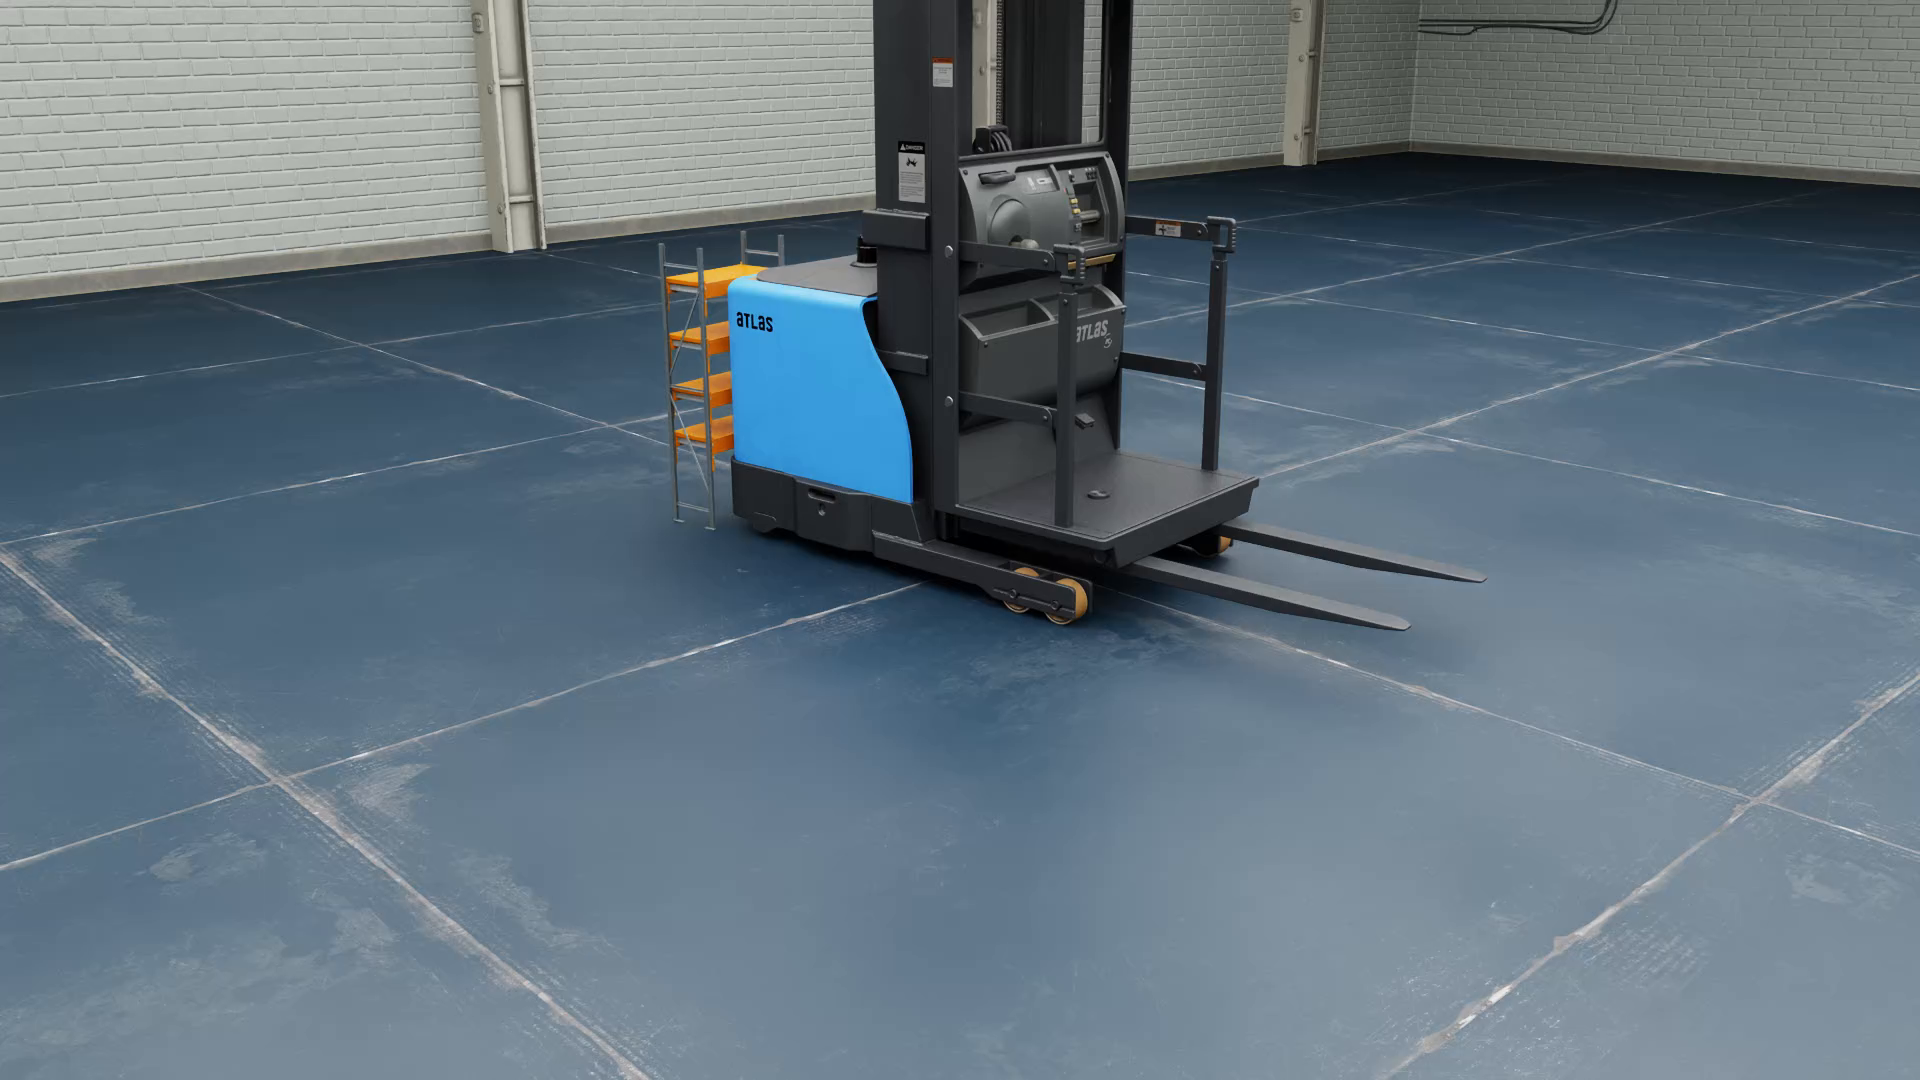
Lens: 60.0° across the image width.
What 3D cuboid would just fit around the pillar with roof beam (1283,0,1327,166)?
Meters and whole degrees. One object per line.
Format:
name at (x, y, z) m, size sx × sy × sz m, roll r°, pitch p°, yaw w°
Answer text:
pillar with roof beam at (7.653, -8.517, 18.663) m, size 0.400 × 9.000 × 9.100 m, roll -16°, pitch 24°, yaw -41°

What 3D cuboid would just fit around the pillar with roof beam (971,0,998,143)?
pillar with roof beam at (3.294, -7.246, 14.742) m, size 0.400 × 9.000 × 9.100 m, roll -16°, pitch 24°, yaw -41°

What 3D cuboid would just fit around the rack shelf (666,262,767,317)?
rack shelf at (-1.000, -1.067, 7.056) m, size 0.258 × 0.148 × 0.480 m, roll 13°, pitch 22°, yaw 34°

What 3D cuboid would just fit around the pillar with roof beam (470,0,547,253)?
pillar with roof beam at (-1.066, -5.974, 10.821) m, size 0.400 × 9.000 × 9.100 m, roll -16°, pitch 24°, yaw -41°

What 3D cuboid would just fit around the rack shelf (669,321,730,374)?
rack shelf at (-1.000, -0.842, 7.129) m, size 0.258 × 0.148 × 0.480 m, roll 13°, pitch 22°, yaw 34°

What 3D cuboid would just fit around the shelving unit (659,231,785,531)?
shelving unit at (-1.000, -0.693, 7.177) m, size 0.258 × 1.200 × 0.503 m, roll 13°, pitch 22°, yaw 34°

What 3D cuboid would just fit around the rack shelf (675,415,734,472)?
rack shelf at (-1.000, -0.440, 7.259) m, size 0.258 × 0.148 × 0.480 m, roll 13°, pitch 22°, yaw 34°

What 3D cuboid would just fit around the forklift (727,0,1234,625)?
forklift at (0.064, -1.348, 6.492) m, size 1.939 × 2.867 × 1.129 m, roll 14°, pitch 23°, yaw 37°

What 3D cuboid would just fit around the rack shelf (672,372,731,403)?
rack shelf at (-1.000, -0.666, 7.186) m, size 0.221 × 0.050 × 0.457 m, roll 13°, pitch 22°, yaw 34°

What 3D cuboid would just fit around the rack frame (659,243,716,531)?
rack frame at (-1.145, -0.633, 6.990) m, size 0.240 × 1.200 × 0.015 m, roll 13°, pitch 22°, yaw 34°

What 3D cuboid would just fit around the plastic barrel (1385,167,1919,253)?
plastic barrel at (1.336, -0.769, 3.357) m, size 38.471 × 3.701 × 17.930 m, roll -16°, pitch 24°, yaw -41°

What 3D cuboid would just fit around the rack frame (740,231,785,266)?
rack frame at (-0.856, -0.754, 7.365) m, size 0.240 × 1.200 × 0.015 m, roll 13°, pitch 22°, yaw 34°

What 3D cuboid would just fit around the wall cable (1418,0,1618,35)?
wall cable at (7.745, -8.333, 23.129) m, size 0.112 × 2.526 × 3.097 m, roll -16°, pitch 24°, yaw -41°
